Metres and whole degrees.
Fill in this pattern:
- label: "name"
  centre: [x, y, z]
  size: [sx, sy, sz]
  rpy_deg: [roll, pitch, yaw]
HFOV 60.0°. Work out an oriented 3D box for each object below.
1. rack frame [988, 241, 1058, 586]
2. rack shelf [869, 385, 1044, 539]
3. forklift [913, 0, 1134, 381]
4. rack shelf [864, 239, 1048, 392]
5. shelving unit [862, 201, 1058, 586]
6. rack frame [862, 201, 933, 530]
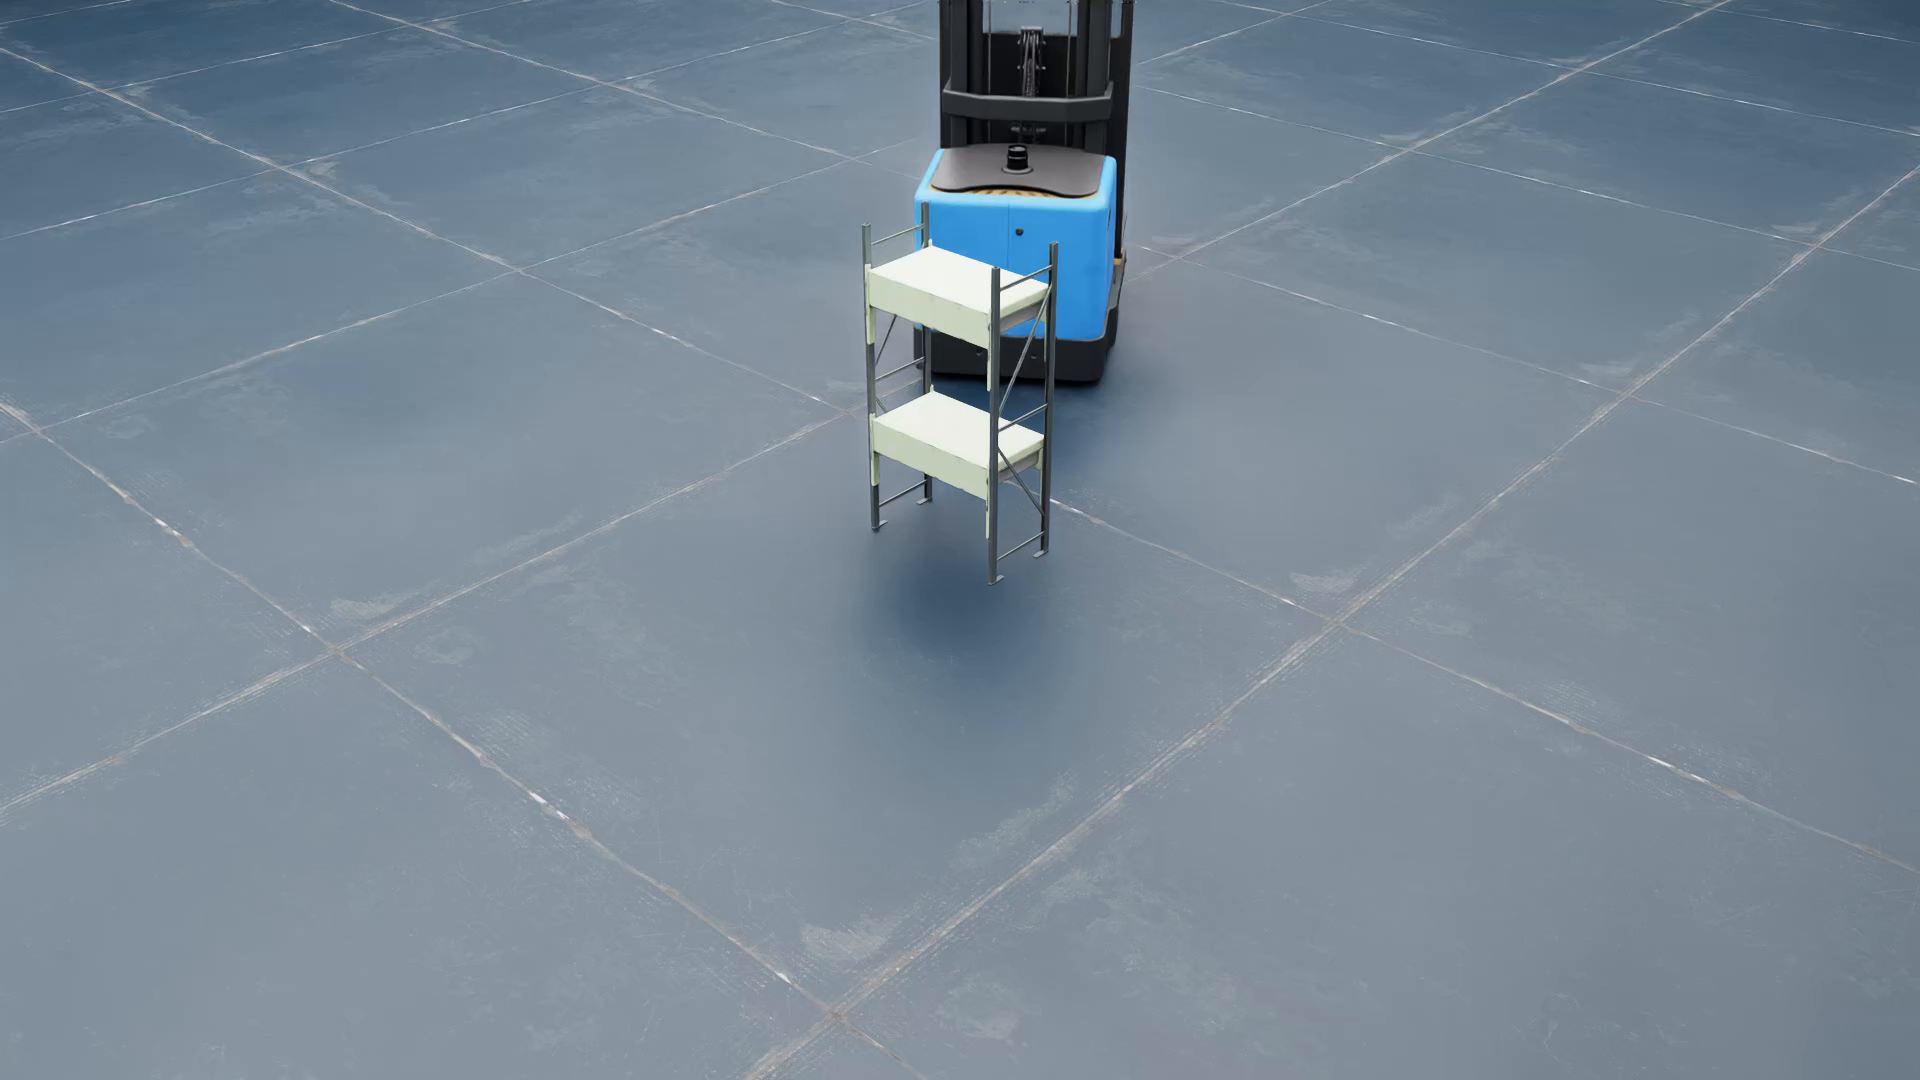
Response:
- label: "rack frame"
  centre: [0.266, -0.518, 7.157]
  size: [0.023, 1.500, 0.400]
  rpy_deg: [25, 39, 35]
- label: "rack shelf"
  centre: [-0.005, -0.366, 7.535]
  size: [0.720, 0.370, 0.431]
  rpy_deg: [25, 39, 35]
- label: "forklift"
  centre: [0.462, -2.861, 9.661]
  size: [1.130, 2.935, 3.031]
  rpy_deg: [4, 31, 7]
- label: "rack shelf"
  centre: [-0.005, -0.979, 7.166]
  size: [0.720, 0.370, 0.431]
  rpy_deg: [25, 39, 35]
- label: "shelving unit"
  centre: [-0.005, -0.645, 7.367]
  size: [0.755, 1.500, 0.431]
  rpy_deg: [25, 39, 35]
- label: "rack frame"
  centre: [-0.276, -0.772, 7.577]
  size: [0.023, 1.500, 0.400]
  rpy_deg: [25, 39, 35]
